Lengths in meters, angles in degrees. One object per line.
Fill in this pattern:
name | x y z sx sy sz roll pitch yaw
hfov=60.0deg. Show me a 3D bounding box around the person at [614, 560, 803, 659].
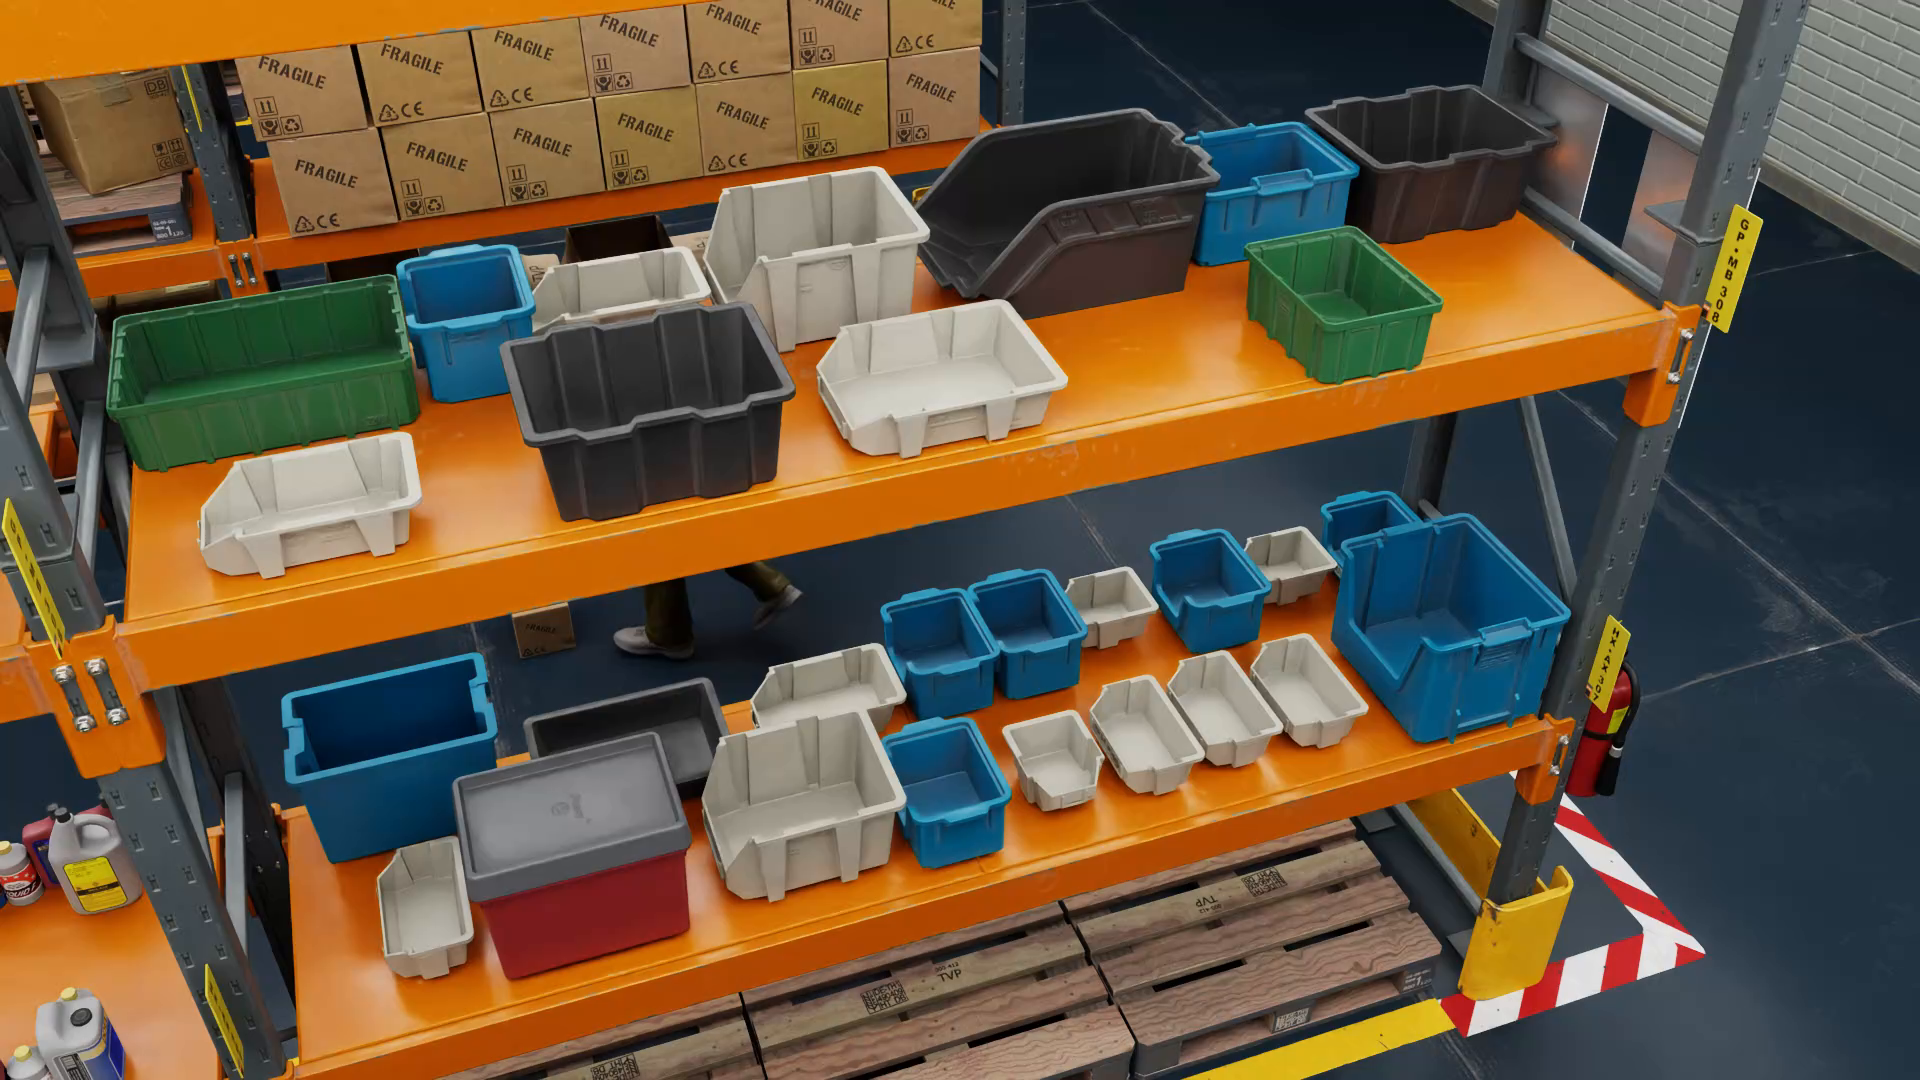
person | -1.136 -0.225 7.081 0.838 1.764 0.606 11 39 14
